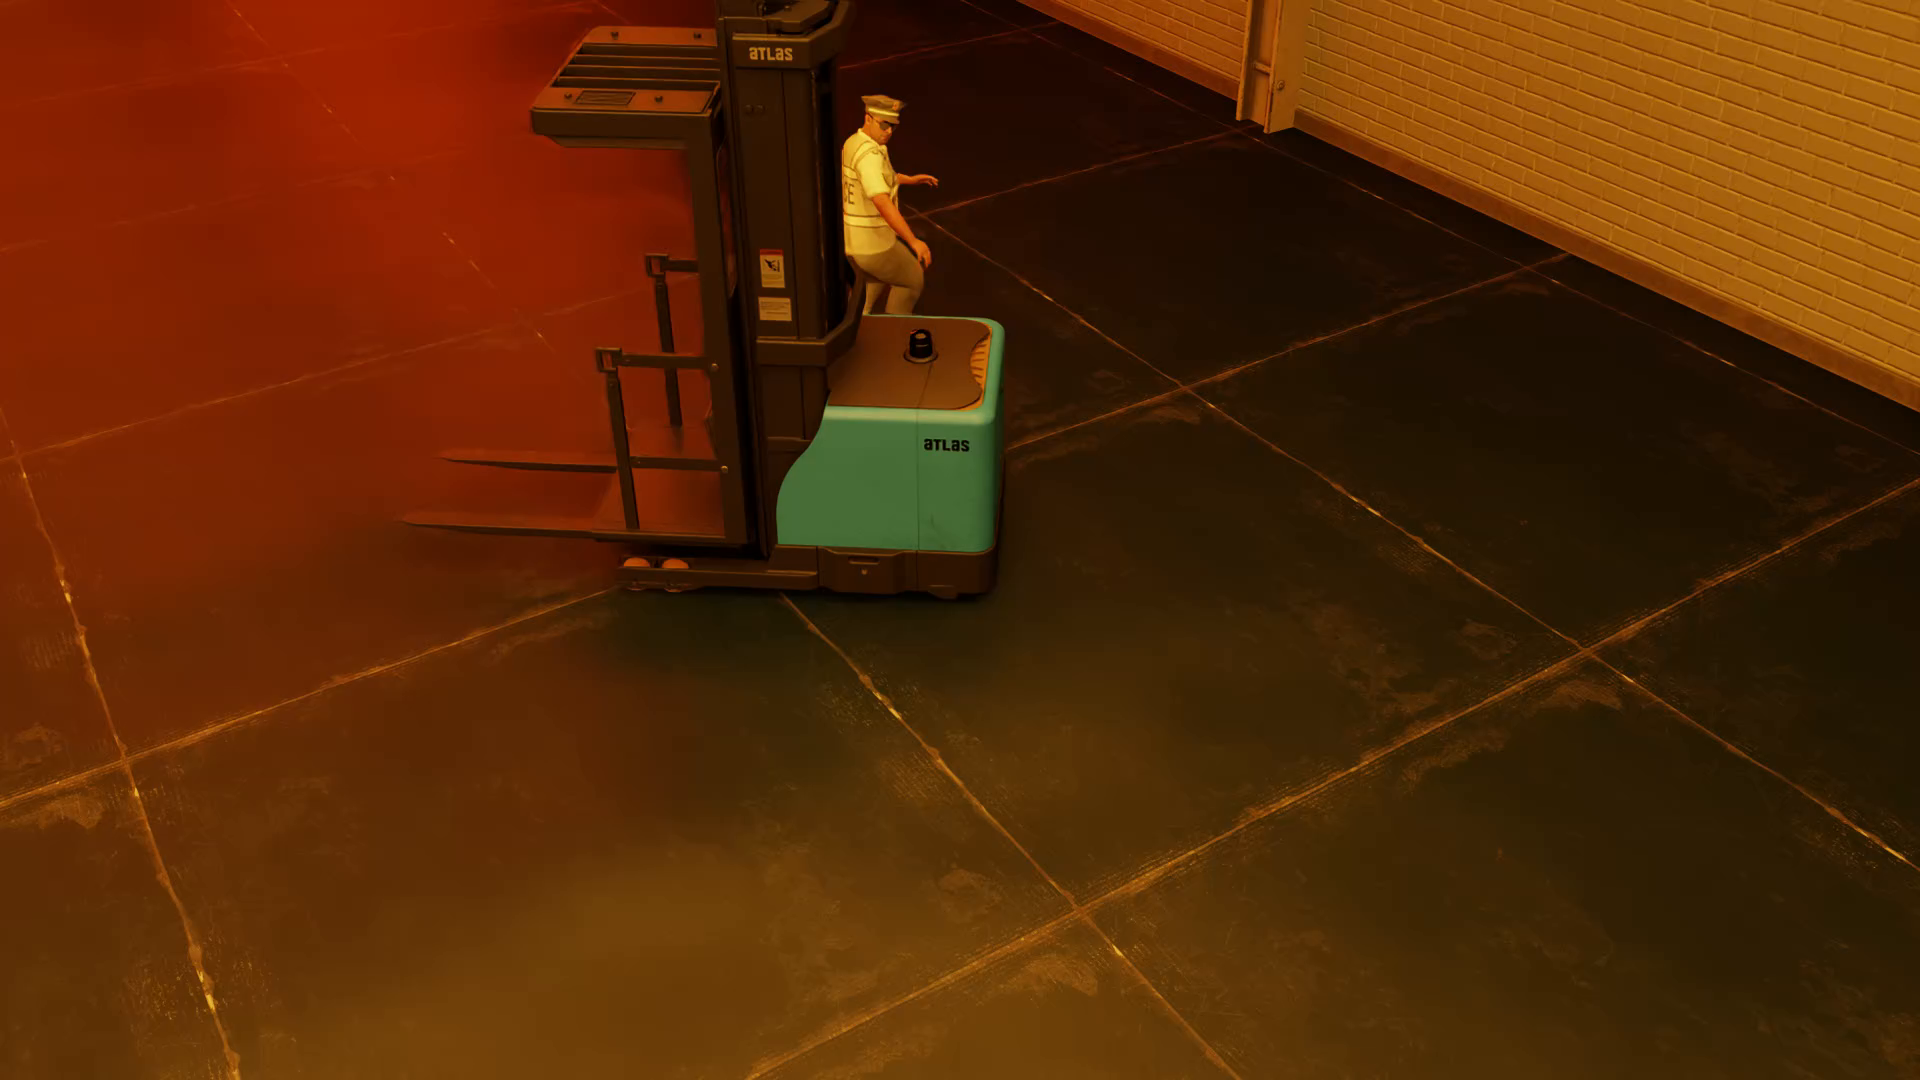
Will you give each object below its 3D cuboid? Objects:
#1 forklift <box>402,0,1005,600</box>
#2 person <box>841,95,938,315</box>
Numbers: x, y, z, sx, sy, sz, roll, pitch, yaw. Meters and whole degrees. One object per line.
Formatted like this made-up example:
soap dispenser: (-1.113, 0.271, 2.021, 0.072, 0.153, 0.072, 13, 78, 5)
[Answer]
forklift: (-1.302, -1.237, 7.907, 3.031, 2.935, 1.130, 2, 35, 4)
person: (-0.383, -1.840, 9.908, 0.852, 1.637, 0.886, -22, 41, -28)
